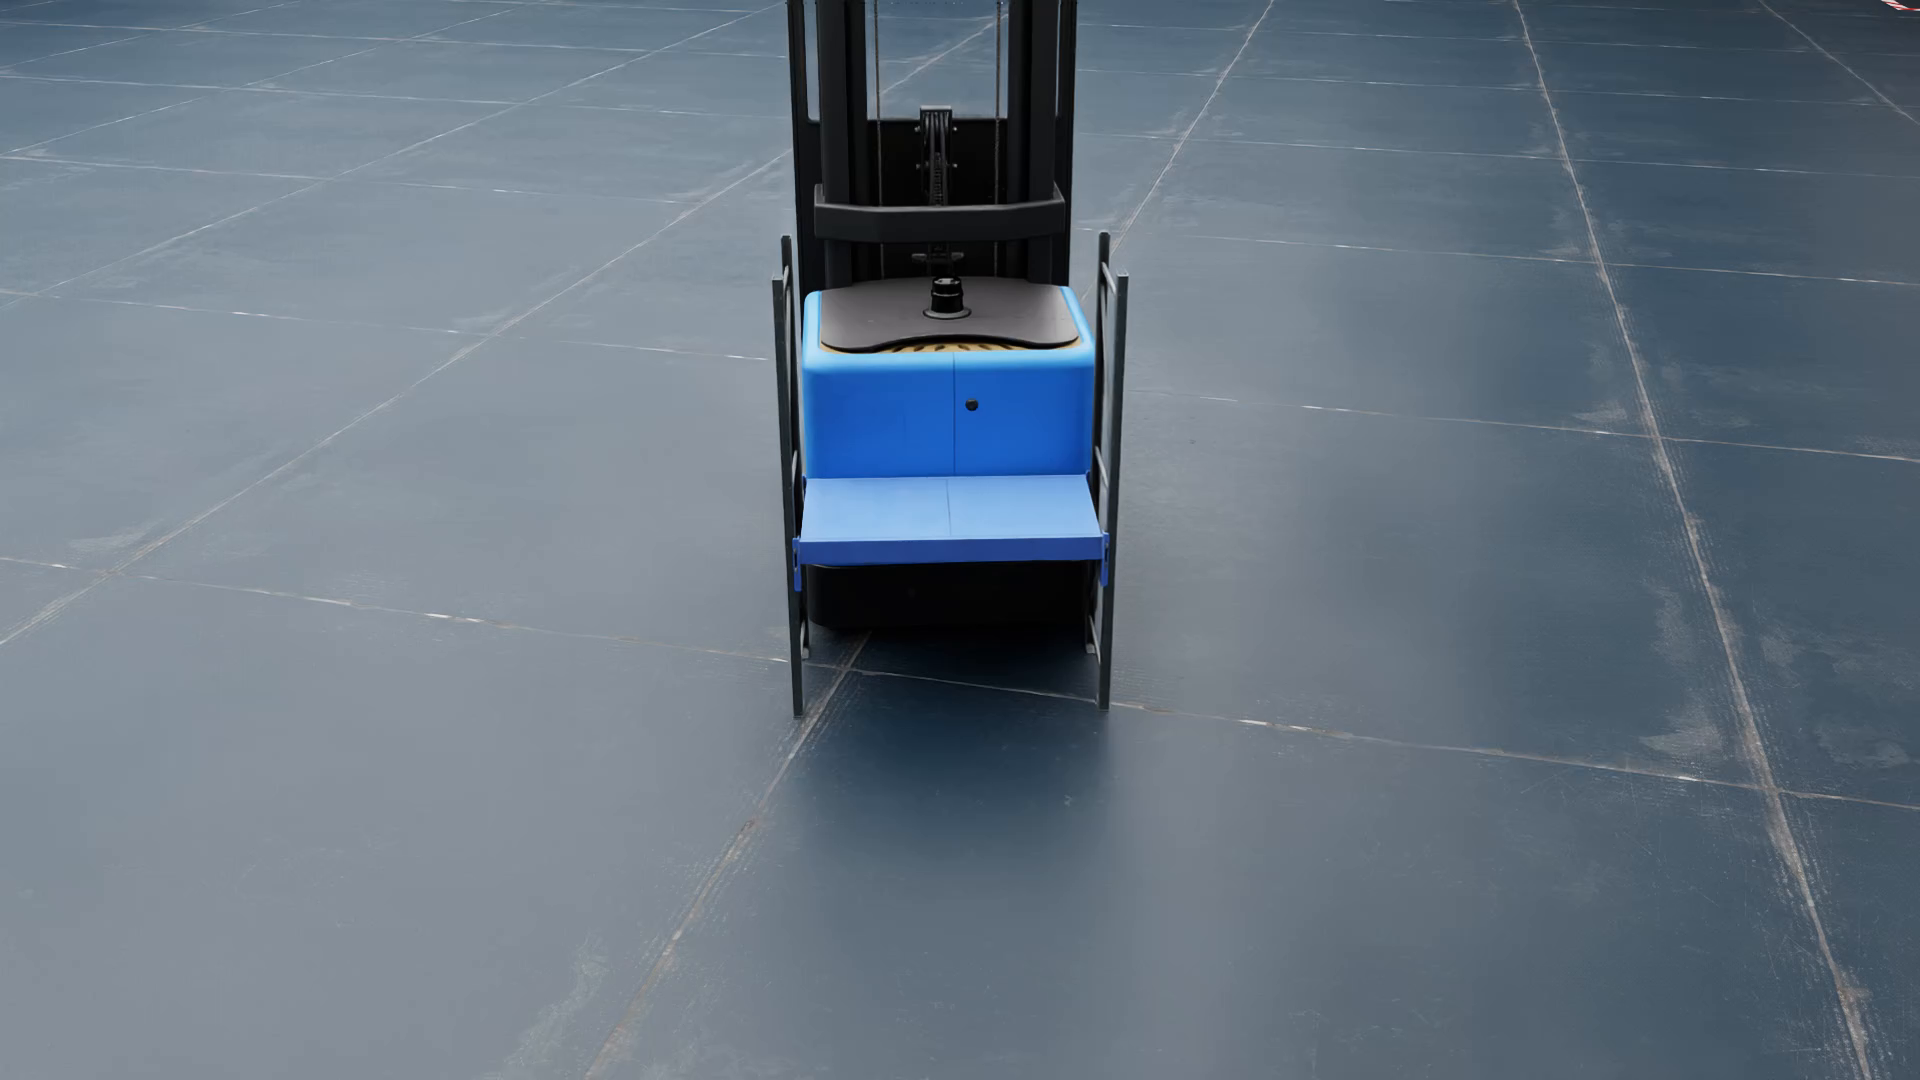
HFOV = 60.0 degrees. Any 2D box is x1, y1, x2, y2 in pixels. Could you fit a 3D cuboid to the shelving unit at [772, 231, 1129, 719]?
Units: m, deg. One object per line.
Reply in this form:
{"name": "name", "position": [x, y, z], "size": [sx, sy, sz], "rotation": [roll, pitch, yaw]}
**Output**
{"name": "shelving unit", "position": [-0.037, -0.200, 5.425], "size": [1.048, 1.500, 0.538], "rotation": [-1, 26, -2]}

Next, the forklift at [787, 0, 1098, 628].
{"name": "forklift", "position": [-0.123, -1.605, 6.712], "size": [1.130, 2.935, 3.031], "rotation": [-2, 26, -4]}

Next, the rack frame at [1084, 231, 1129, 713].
{"name": "rack frame", "position": [0.471, -0.208, 5.442], "size": [0.032, 1.500, 0.500], "rotation": [-1, 26, -2]}

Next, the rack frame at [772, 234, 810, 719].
{"name": "rack frame", "position": [-0.545, -0.192, 5.407], "size": [0.032, 1.500, 0.500], "rotation": [-1, 26, -2]}

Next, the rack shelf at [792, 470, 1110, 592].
{"name": "rack shelf", "position": [-0.037, -0.038, 5.502], "size": [1.000, 0.185, 0.538], "rotation": [-1, 26, -2]}
